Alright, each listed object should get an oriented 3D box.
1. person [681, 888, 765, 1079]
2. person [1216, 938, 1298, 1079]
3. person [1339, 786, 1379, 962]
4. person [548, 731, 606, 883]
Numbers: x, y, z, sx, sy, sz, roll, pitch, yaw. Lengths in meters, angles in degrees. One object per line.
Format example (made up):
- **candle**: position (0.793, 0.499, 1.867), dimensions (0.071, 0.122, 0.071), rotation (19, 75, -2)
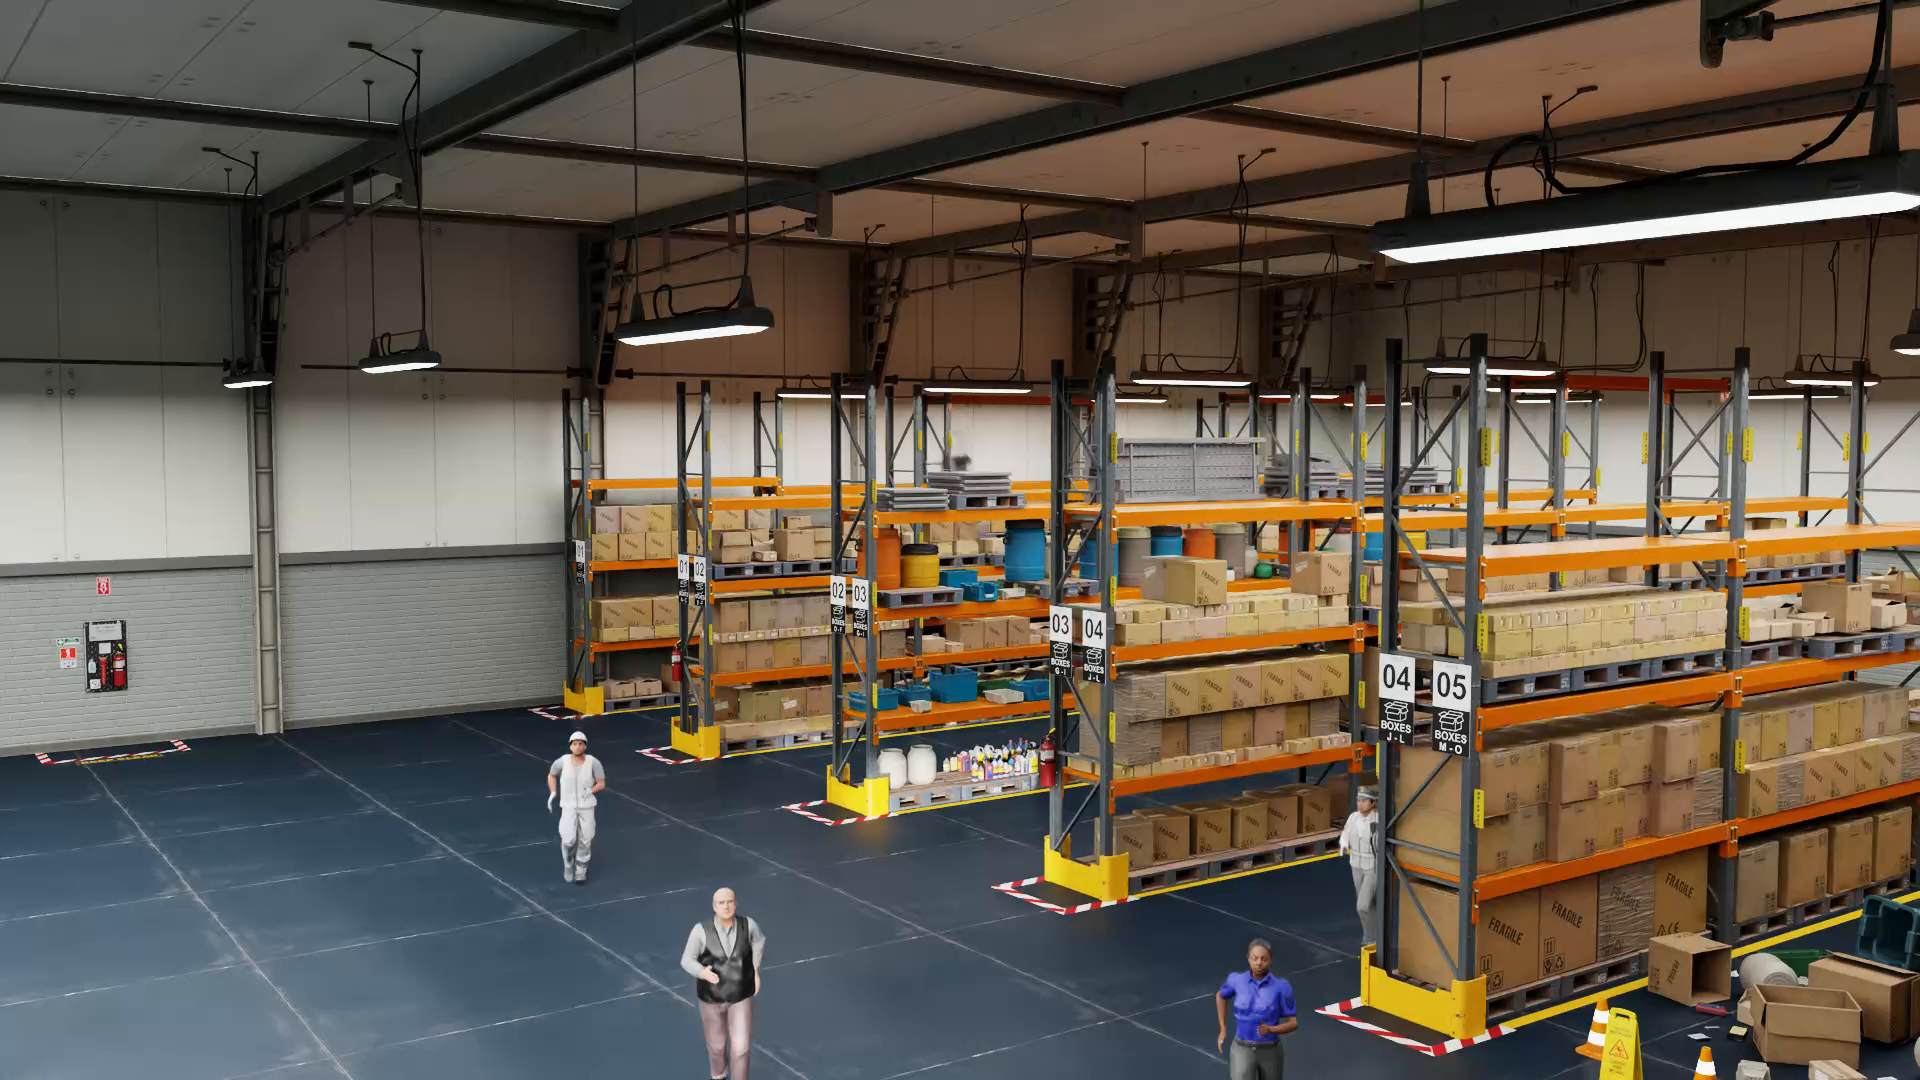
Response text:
- **person**: position (-1.784, 3.500, 12.586), dimensions (0.642, 1.772, 0.803), rotation (-1, 4, -9)
- **person**: position (2.048, 3.598, 11.490), dimensions (0.547, 1.718, 0.777), rotation (0, 4, 8)
- **person**: position (4.027, 3.286, 16.385), dimensions (0.722, 1.764, 0.632), rotation (-3, 5, -39)
- **person**: position (-4.356, 3.054, 18.912), dimensions (0.646, 1.743, 0.650), rotation (-1, 4, -13)
